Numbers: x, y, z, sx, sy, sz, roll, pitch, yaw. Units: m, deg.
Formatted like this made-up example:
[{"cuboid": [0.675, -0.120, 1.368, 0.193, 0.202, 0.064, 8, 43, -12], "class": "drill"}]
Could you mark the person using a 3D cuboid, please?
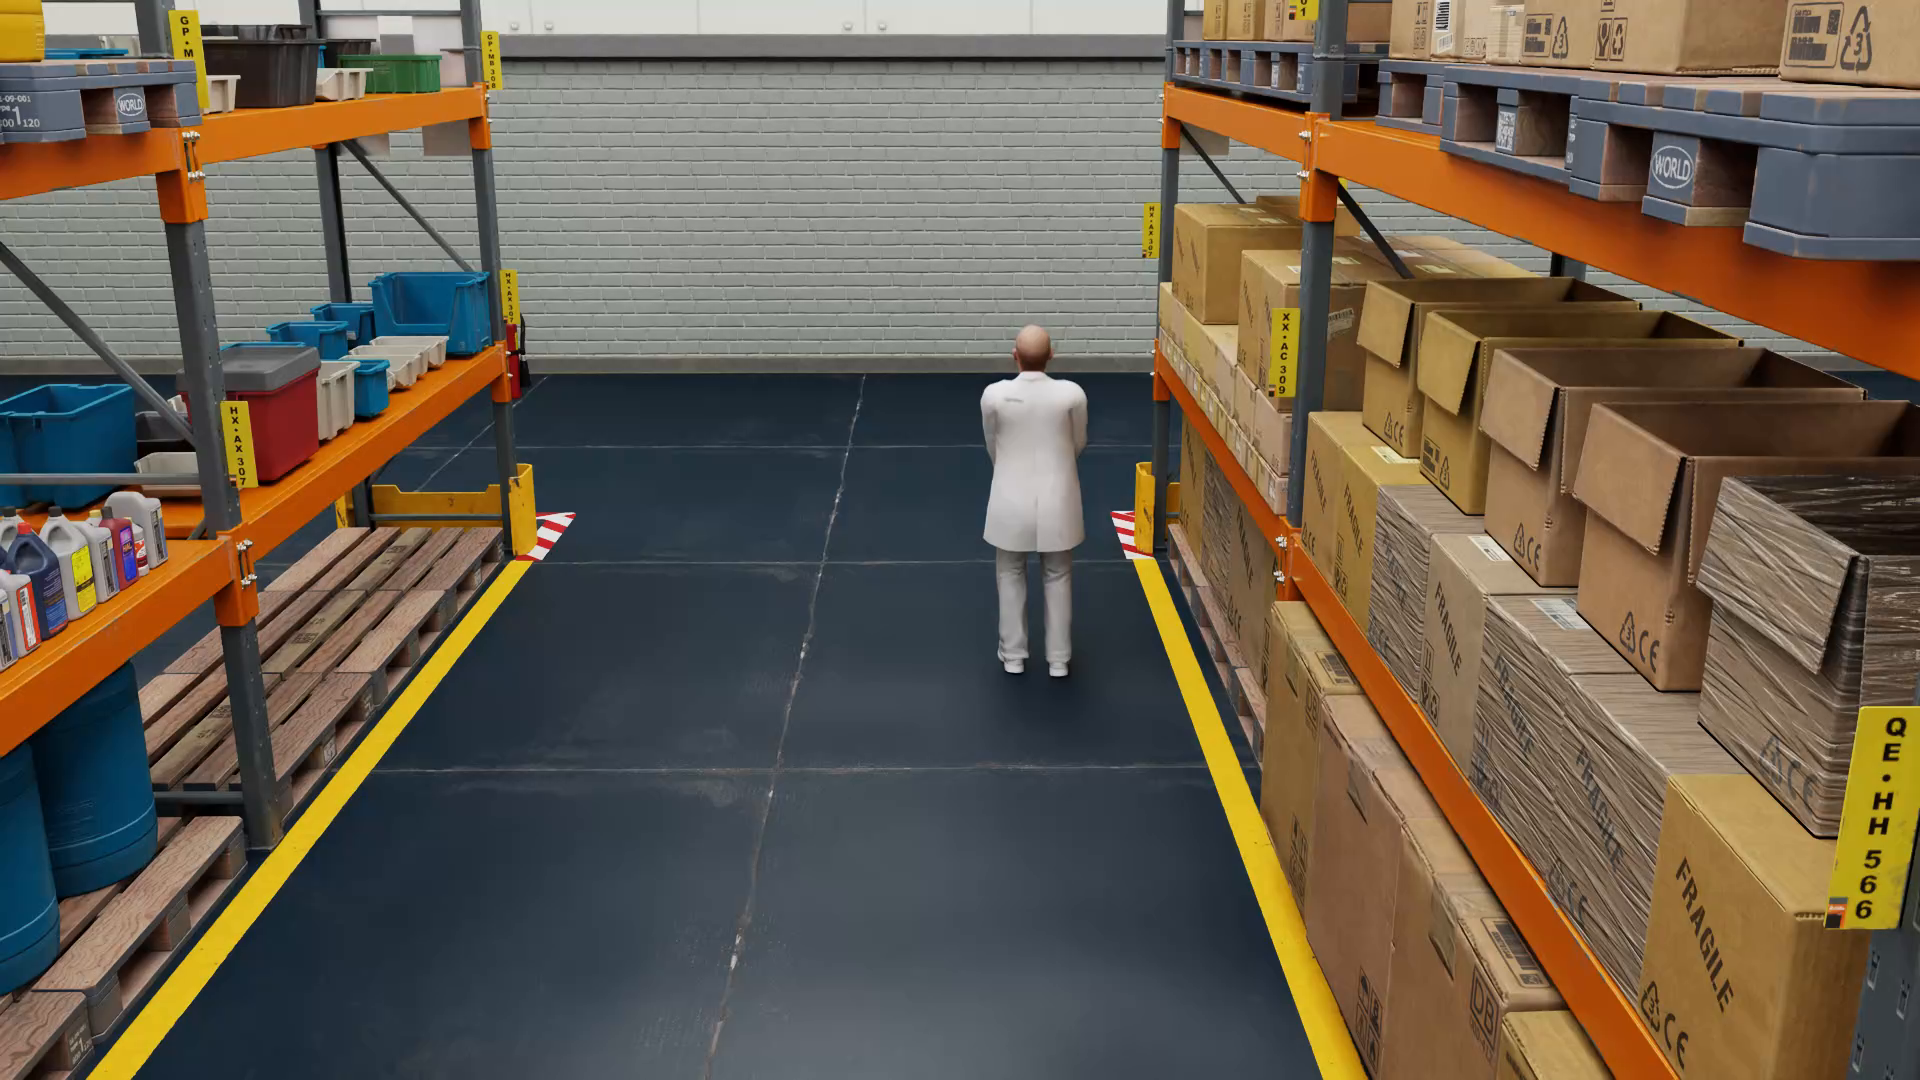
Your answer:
[{"cuboid": [0.363, -0.219, 8.304, 0.529, 1.771, 0.555, 0, 17, 0], "class": "person"}]
